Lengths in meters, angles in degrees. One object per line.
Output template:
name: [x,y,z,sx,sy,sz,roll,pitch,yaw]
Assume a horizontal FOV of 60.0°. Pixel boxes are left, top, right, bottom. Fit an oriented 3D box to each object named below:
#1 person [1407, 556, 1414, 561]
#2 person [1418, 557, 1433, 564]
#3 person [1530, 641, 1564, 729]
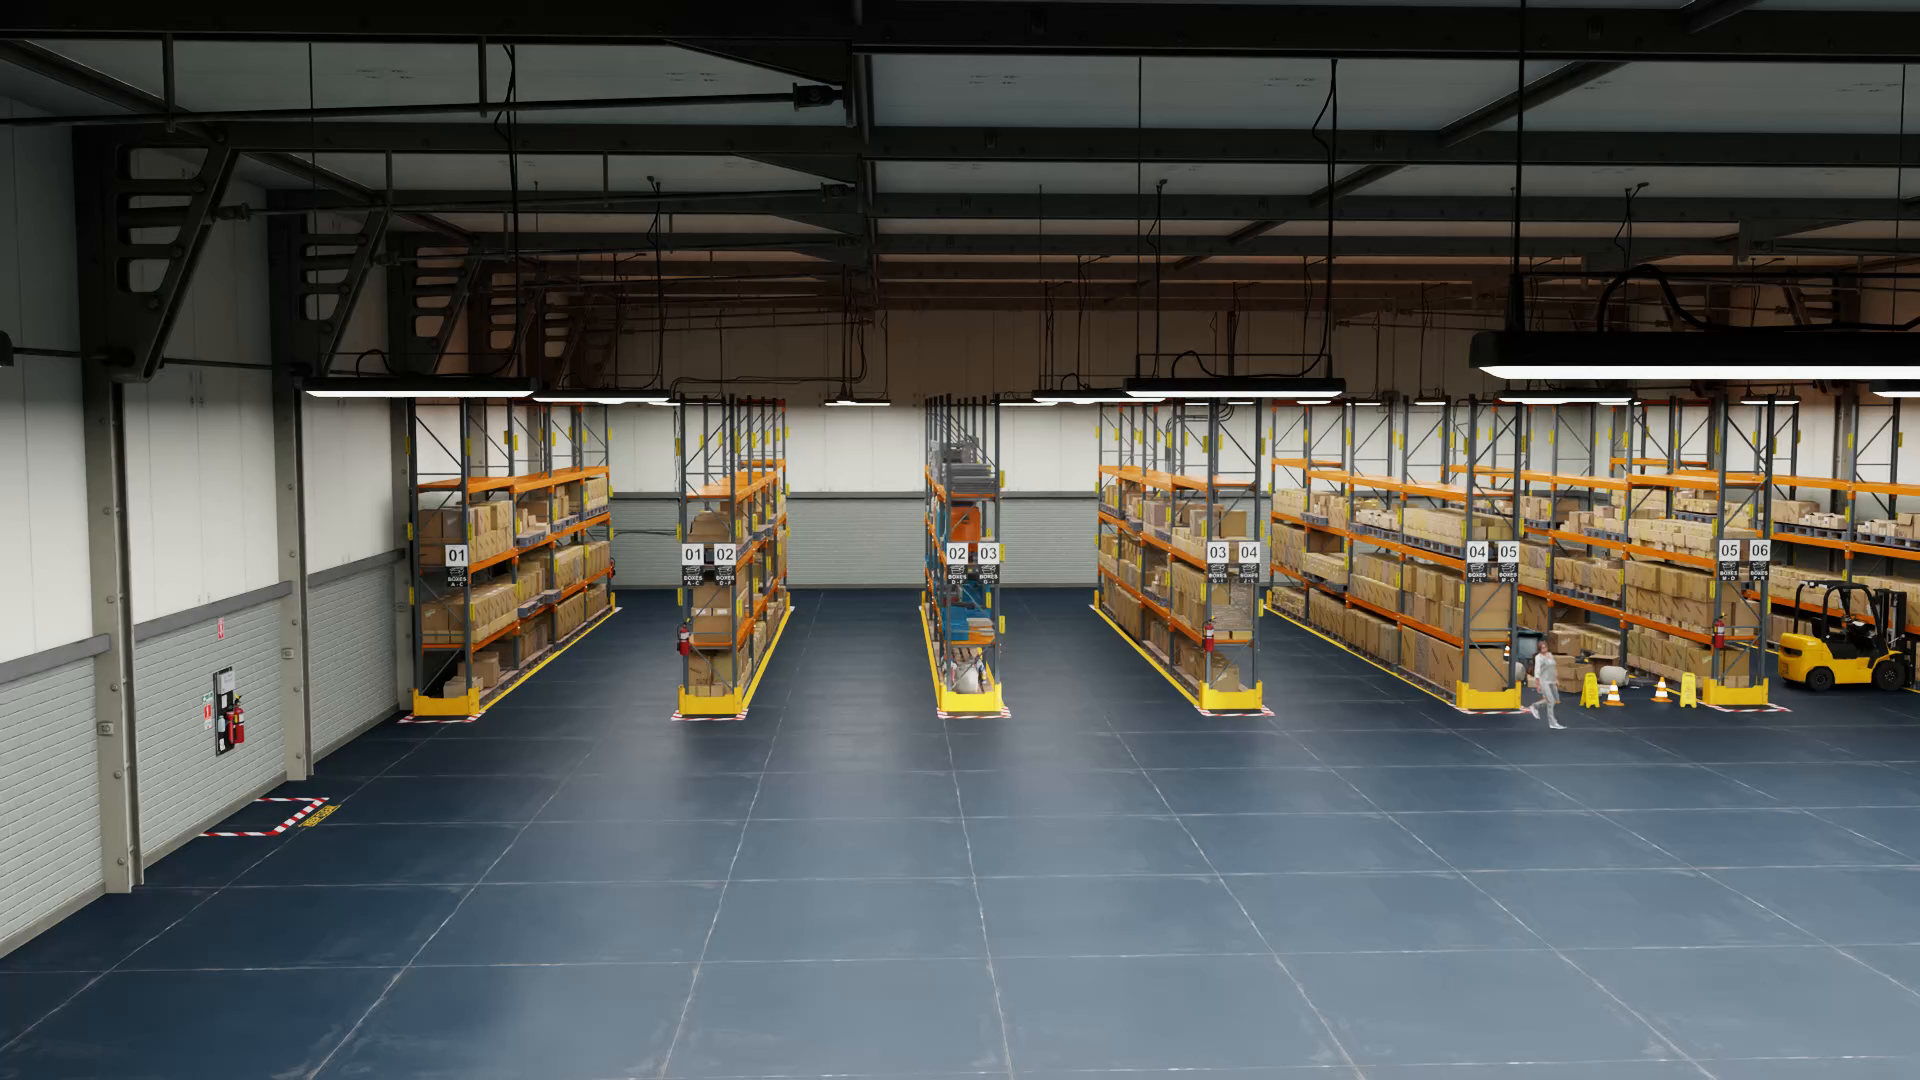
person: [12.420,1.271,45.860,0.399,1.678,0.489,3,6,37]
person: [14.212,0.882,50.750,0.964,1.638,0.484,-2,5,-22]
person: [10.518,2.581,29.819,0.429,1.572,0.700,-3,5,-34]
